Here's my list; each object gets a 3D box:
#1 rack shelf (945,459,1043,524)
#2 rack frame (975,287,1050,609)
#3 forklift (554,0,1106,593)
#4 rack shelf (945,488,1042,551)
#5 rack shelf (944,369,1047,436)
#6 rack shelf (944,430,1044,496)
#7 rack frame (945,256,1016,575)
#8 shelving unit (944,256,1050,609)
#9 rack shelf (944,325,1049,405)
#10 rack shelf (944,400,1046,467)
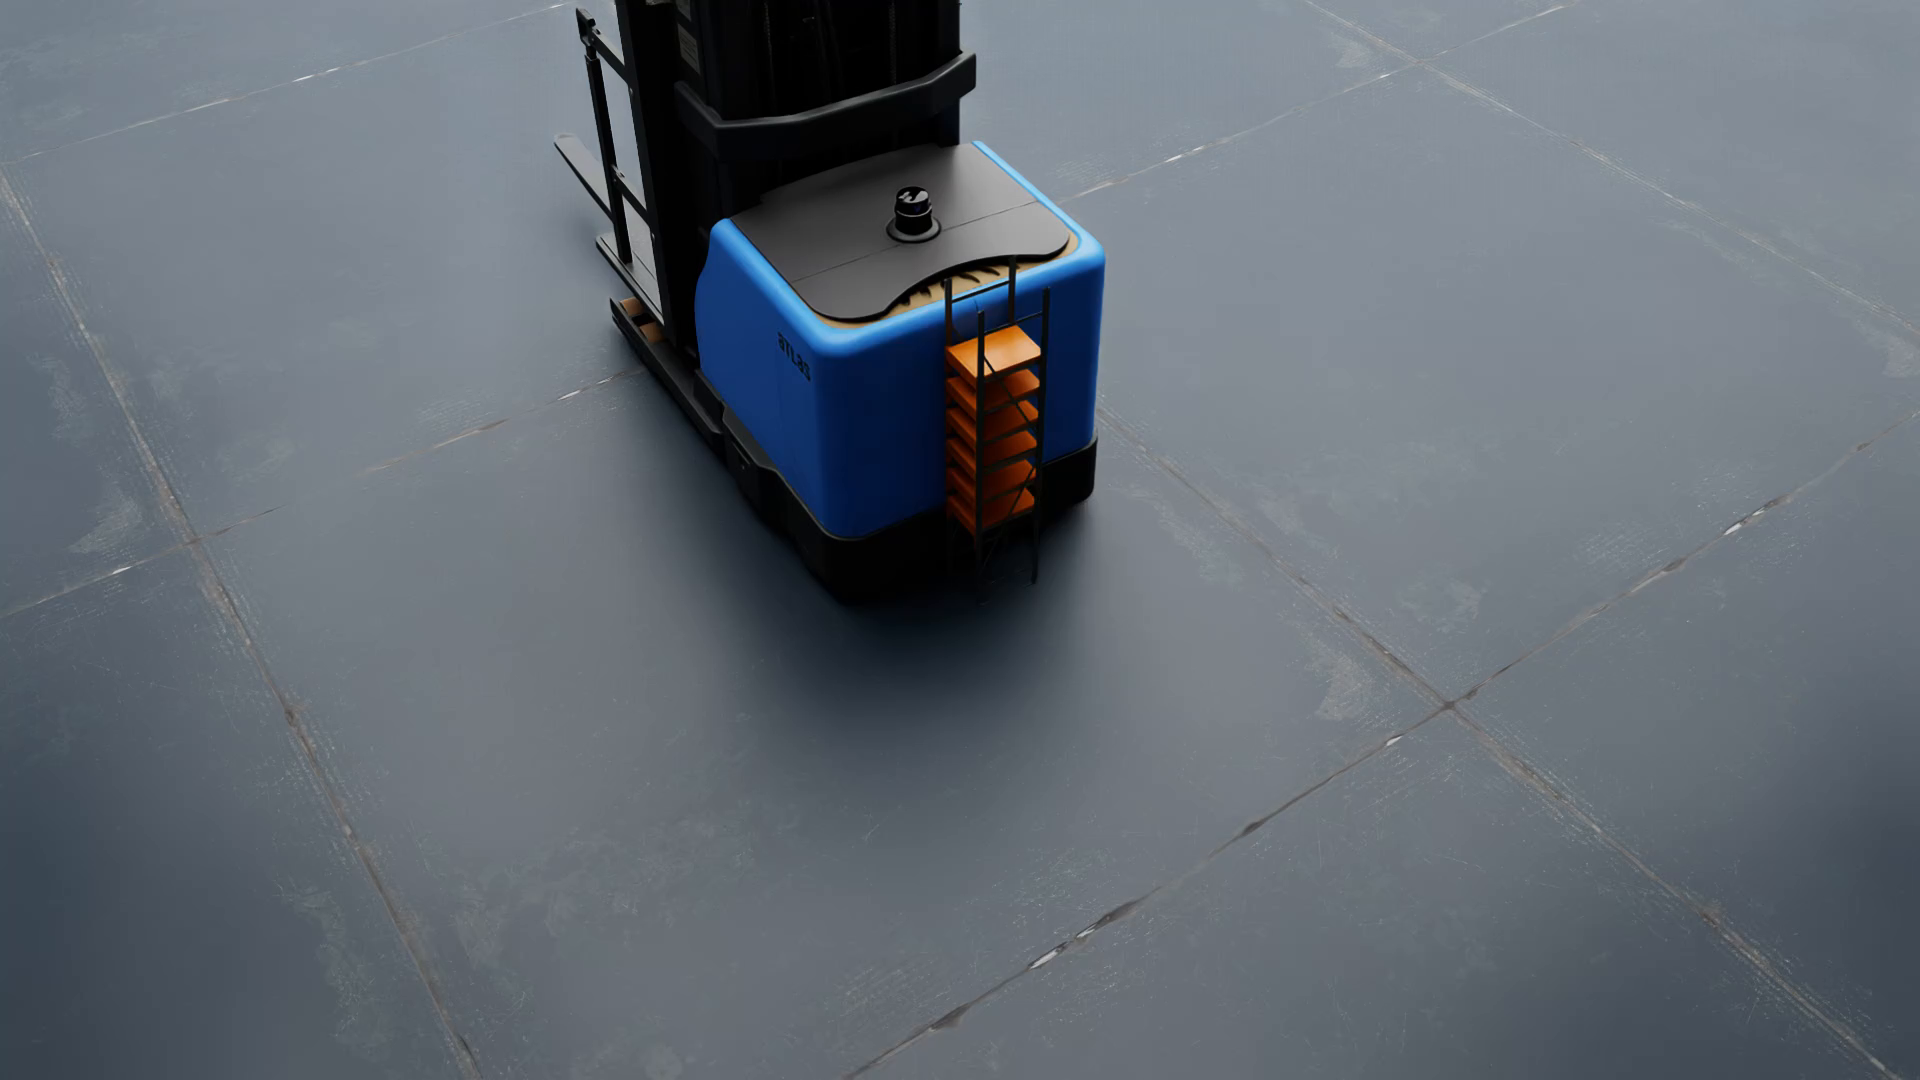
[{"bbox_3d":[0.107,-0.184,5.312,0.258,0.103,0.180,-22,48,-22],"label":"rack shelf"},{"bbox_3d":[0.154,-0.249,5.142,0.240,1.200,0.006,-22,48,-22],"label":"rack frame"},{"bbox_3d":[-0.716,-1.889,5.606,1.130,2.935,3.031,-22,48,-22],"label":"forklift"},{"bbox_3d":[0.107,-0.098,5.395,0.258,0.103,0.180,-22,48,-22],"label":"rack shelf"},{"bbox_3d":[0.107,-0.445,5.064,0.258,0.103,0.180,-22,48,-22],"label":"rack shelf"},{"bbox_3d":[0.107,-0.271,5.229,0.258,0.103,0.180,-22,48,-22],"label":"rack shelf"},{"bbox_3d":[0.061,-0.358,5.256,0.240,1.200,0.006,-22,48,-22],"label":"rack frame"},{"bbox_3d":[0.107,-0.303,5.199,0.258,1.200,0.189,-22,48,-22],"label":"shelving unit"},{"bbox_3d":[0.107,-0.532,4.981,0.258,0.103,0.180,-22,48,-22],"label":"rack shelf"},{"bbox_3d":[0.107,-0.358,5.147,0.258,0.103,0.180,-22,48,-22],"label":"rack shelf"}]
